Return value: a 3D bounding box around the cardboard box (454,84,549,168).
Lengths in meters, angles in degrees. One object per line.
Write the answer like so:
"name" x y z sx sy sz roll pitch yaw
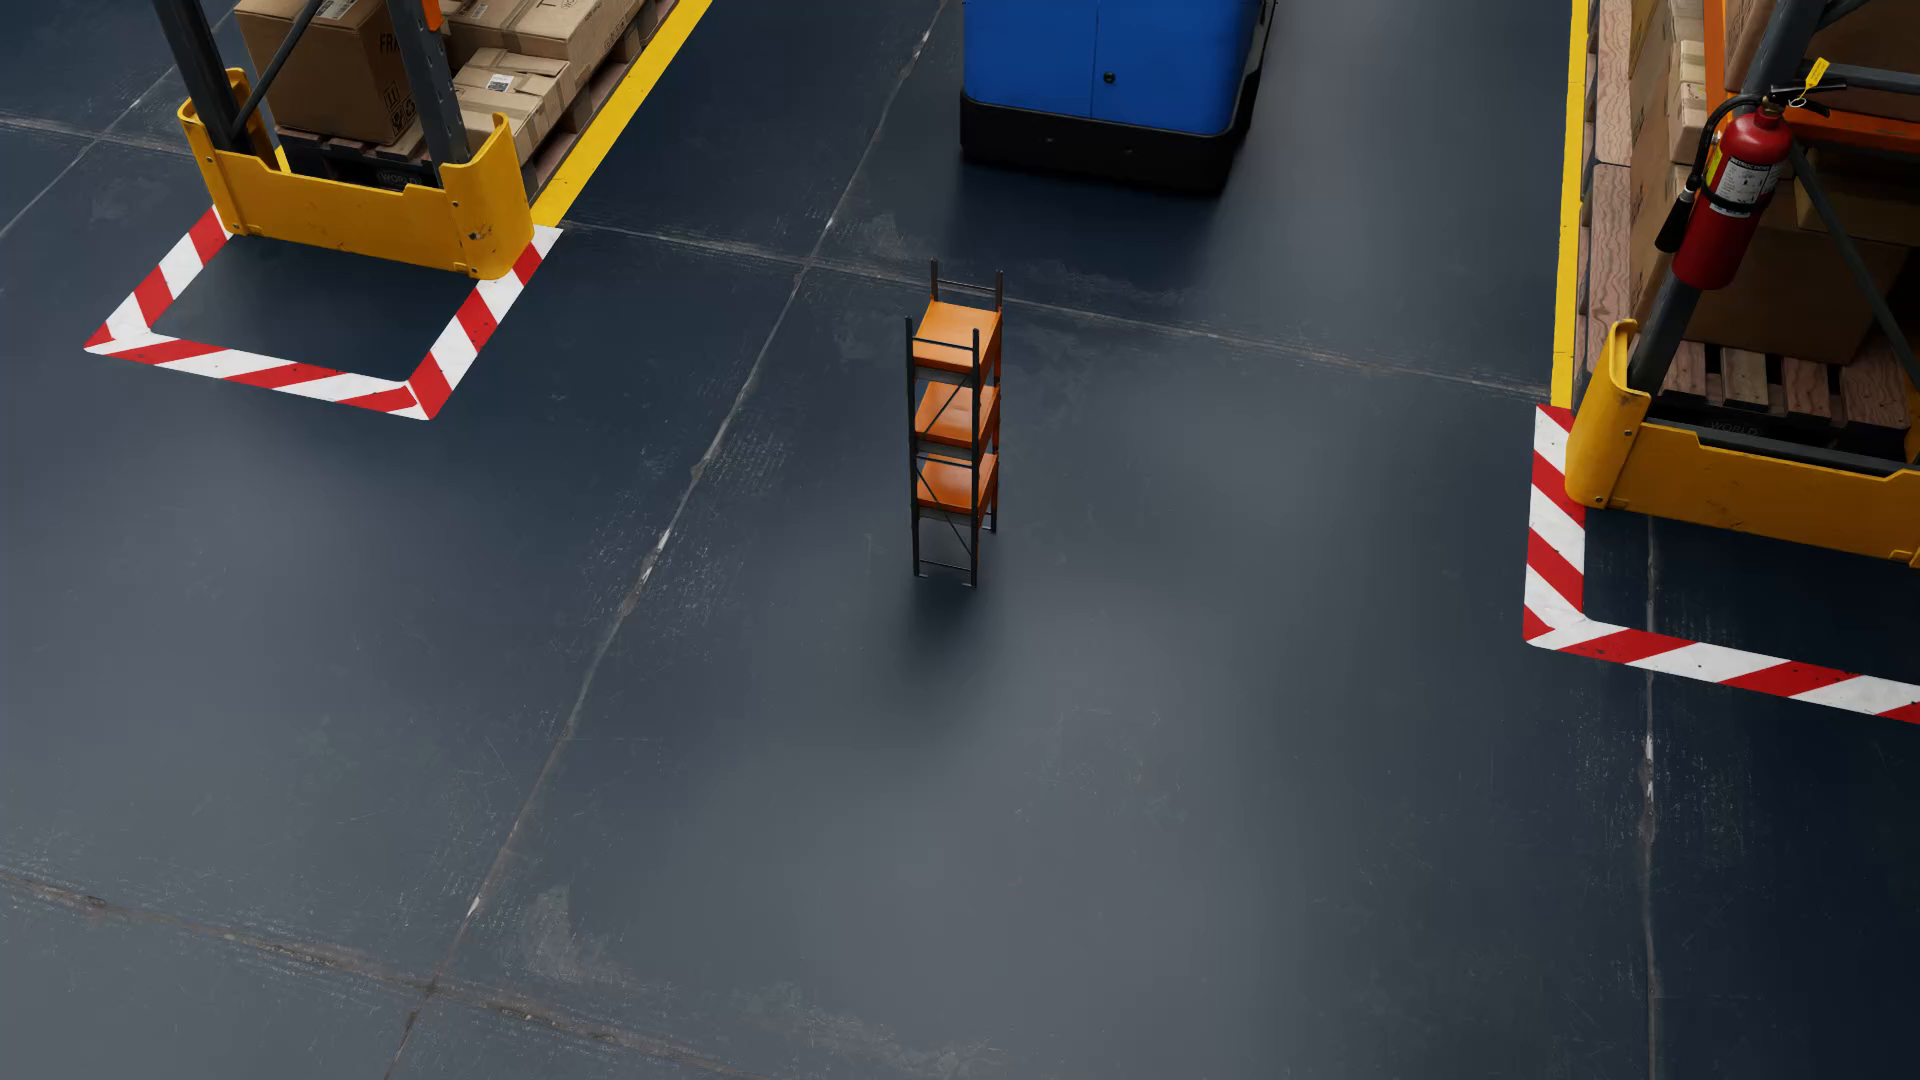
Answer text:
"cardboard box" -1.775 -1.554 6.228 0.380 0.149 0.250 12 50 10

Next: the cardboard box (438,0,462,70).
"cardboard box" -2.118 -2.041 6.647 0.380 0.166 0.250 12 50 10

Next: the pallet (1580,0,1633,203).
"pallet" 3.021 -1.692 6.603 1.003 0.211 1.213 12 50 10

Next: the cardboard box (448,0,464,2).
"cardboard box" -2.033 -2.475 6.974 0.500 0.250 0.500 12 50 10

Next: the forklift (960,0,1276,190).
"forklift" 0.861 -3.434 6.326 1.130 2.935 3.031 11 49 9

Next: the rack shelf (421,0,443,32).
"rack shelf" -1.691 -3.325 6.664 1.077 0.370 4.000 12 50 10

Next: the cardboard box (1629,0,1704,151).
"cardboard box" 2.914 -1.705 6.141 0.700 0.500 0.500 10 49 9

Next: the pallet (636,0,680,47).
"pallet" -1.665 -2.705 7.497 1.003 0.211 1.213 12 50 10

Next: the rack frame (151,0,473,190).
"rack frame" -2.217 -2.116 5.117 1.000 3.000 0.127 12 50 10

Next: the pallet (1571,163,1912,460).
"pallet" 2.698 -0.812 5.826 1.003 0.211 1.213 12 50 10

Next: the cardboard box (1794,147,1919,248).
"cardboard box" 2.811 -1.064 5.143 0.380 0.149 0.250 12 50 10

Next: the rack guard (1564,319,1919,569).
"rack guard" 2.557 -0.297 5.179 1.175 0.500 0.348 12 50 10

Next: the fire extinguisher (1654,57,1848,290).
"fire extinguisher" 2.078 -0.974 4.410 0.296 0.674 0.183 12 50 10

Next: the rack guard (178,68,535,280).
"rack guard" -2.197 -1.344 6.103 1.175 0.500 0.348 12 50 10

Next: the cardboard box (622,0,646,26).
"cardboard box" -1.537 -2.413 6.919 0.500 0.250 0.500 12 50 10

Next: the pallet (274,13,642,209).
"pallet" -1.988 -1.825 6.720 1.003 0.211 1.213 12 50 10

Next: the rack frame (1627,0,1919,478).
"rack frame" 2.563 -1.141 4.257 1.000 3.000 0.127 12 50 10

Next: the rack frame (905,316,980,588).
"rack frame" -0.046 -0.220 4.744 0.200 1.050 0.008 12 50 10

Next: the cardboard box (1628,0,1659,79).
"cardboard box" 3.047 -2.092 6.483 0.700 0.500 0.500 13 50 11

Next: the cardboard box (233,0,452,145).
"cardboard box" -2.312 -1.877 6.279 0.500 0.500 0.500 12 50 10

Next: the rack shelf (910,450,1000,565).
"rack shelf" -0.014 -0.118 5.039 0.215 0.259 0.240 12 50 10

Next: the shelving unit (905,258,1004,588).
"shelving unit" -0.014 -0.309 4.822 0.215 1.050 0.252 12 50 10

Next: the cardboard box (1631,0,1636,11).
"cardboard box" 3.185 -2.463 6.810 0.700 0.500 0.500 11 50 10

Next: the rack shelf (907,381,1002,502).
"rack shelf" -0.014 -0.302 4.830 0.215 0.259 0.240 12 50 10

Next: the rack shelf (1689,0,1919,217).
"rack shelf" 3.089 -2.350 5.803 1.077 0.370 4.000 12 50 10

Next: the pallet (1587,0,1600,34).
"pallet" 3.340 -2.577 7.384 1.003 0.211 1.213 12 50 10

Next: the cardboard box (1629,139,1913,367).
"cardboard box" 2.651 -0.979 5.501 0.700 0.500 0.500 12 50 10

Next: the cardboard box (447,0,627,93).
"cardboard box" -1.669 -2.051 6.600 0.500 0.250 0.500 12 50 10

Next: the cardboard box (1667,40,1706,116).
"cardboard box" 2.575 -1.508 5.535 0.380 0.149 0.250 13 50 11

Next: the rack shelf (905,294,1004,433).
"rack shelf" -0.014 -0.489 4.617 0.215 0.259 0.240 12 50 10

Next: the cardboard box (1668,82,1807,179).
"cardboard box" 2.509 -1.323 5.371 0.380 0.149 0.250 11 49 10

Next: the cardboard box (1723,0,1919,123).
"cardboard box" 2.688 -1.612 4.472 0.980 0.700 0.700 14 50 12

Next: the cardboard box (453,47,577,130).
"cardboard box" -1.709 -1.740 6.382 0.380 0.166 0.250 12 50 10

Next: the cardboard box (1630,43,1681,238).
"cardboard box" 2.782 -1.341 5.820 0.700 0.500 0.500 11 50 10

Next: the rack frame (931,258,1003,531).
"rack frame" 0.018 -0.397 4.900 0.200 1.050 0.008 12 50 10
